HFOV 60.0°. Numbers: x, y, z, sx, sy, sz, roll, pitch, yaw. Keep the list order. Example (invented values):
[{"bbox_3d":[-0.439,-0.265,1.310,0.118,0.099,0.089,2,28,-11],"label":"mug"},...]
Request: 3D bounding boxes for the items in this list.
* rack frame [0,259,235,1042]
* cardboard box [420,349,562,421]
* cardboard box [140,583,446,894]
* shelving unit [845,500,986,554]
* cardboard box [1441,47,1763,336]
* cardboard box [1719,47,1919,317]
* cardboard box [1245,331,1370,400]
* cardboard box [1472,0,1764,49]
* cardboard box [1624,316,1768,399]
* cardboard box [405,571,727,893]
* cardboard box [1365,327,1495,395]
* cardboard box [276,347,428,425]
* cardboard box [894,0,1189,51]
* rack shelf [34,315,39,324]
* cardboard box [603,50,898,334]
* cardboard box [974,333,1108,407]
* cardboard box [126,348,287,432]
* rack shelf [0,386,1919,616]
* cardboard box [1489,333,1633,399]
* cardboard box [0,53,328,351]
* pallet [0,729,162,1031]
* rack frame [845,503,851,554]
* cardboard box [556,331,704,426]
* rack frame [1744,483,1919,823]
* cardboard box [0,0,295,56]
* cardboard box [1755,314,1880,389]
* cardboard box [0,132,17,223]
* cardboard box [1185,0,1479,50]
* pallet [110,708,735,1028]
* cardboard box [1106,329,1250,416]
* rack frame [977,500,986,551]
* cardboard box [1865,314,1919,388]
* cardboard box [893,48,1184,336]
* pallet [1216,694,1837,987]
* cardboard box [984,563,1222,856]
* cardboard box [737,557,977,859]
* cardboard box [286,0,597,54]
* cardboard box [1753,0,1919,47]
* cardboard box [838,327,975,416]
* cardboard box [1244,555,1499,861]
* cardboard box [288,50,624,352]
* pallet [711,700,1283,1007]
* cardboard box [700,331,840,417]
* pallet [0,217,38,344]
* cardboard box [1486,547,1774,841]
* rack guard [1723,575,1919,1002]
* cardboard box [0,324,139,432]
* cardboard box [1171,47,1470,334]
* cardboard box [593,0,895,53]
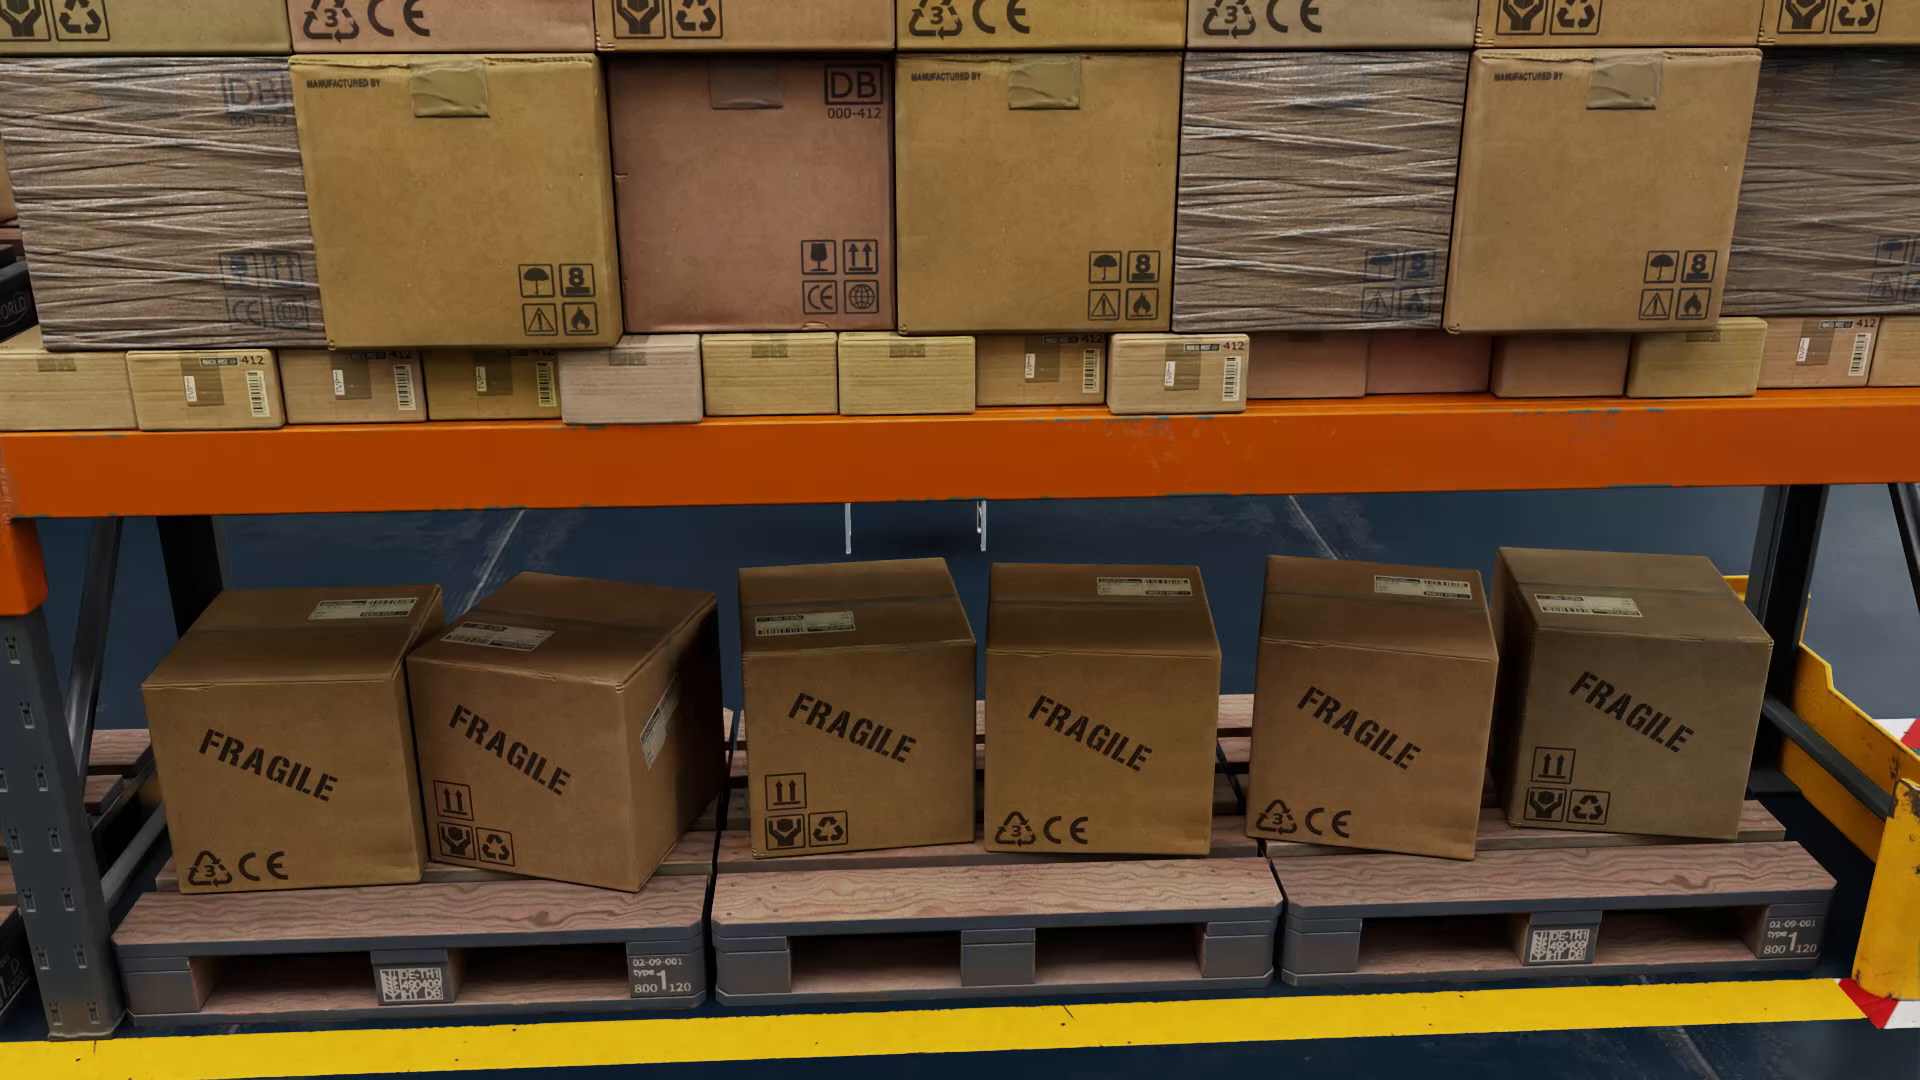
[{"bbox_3d":[-1.836,-0.550,3.349,0.127,3.000,1.000,-1,21,-3],"label":"rack frame"},{"bbox_3d":[-0.856,-0.354,3.187,0.250,0.149,0.380,-1,21,-3],"label":"cardboard box"},{"bbox_3d":[-1.434,0.428,3.703,0.500,0.500,0.500,-2,21,-5],"label":"cardboard box"},{"bbox_3d":[-0.165,-0.557,5.899,0.503,1.200,0.258,-1,21,-3],"label":"shelving unit"},{"bbox_3d":[1.115,-0.763,3.350,0.500,0.500,0.875,-1,21,-3],"label":"cardboard box"},{"bbox_3d":[1.607,-0.815,3.488,0.500,0.500,0.875,-1,21,-3],"label":"cardboard box"},{"bbox_3d":[0.638,-0.403,3.318,0.250,0.149,0.380,-1,21,-3],"label":"cardboard box"},{"bbox_3d":[1.124,-1.173,3.022,0.500,0.500,0.500,-1,21,-3],"label":"cardboard box"},{"bbox_3d":[1.389,-0.406,3.325,0.250,0.149,0.380,-1,21,-3],"label":"cardboard box"},{"bbox_3d":[-0.863,0.414,3.741,0.500,0.500,0.500,5,22,14],"label":"cardboard box"},{"bbox_3d":[0.886,-0.416,3.352,0.250,0.149,0.380,-1,21,-3],"label":"cardboard box"},{"bbox_3d":[-1.106,-0.345,3.165,0.250,0.149,0.380,-1,21,-3],"label":"cardboard box"},{"bbox_3d":[0.125,-1.156,2.979,0.500,0.500,0.500,-1,21,-3],"label":"cardboard box"},{"bbox_3d":[-3.832,-0.173,3.371,4.000,0.370,1.077,-1,21,-3],"label":"rack shelf"},{"bbox_3d":[-0.388,-0.766,3.359,0.500,0.500,0.875,-1,21,-3],"label":"cardboard box"},{"bbox_3d":[0.140,-0.386,3.273,0.250,0.149,0.380,-1,21,-3],"label":"cardboard box"},{"bbox_3d":[-1.354,-0.330,3.126,0.250,0.149,0.380,-1,21,-3],"label":"cardboard box"},{"bbox_3d":[0.161,-0.254,3.584,4.000,0.370,1.077,-1,21,-3],"label":"rack shelf"},{"bbox_3d":[1.138,-0.407,3.327,0.250,0.149,0.380,-1,21,-3],"label":"cardboard box"},{"bbox_3d":[-1.383,-0.723,3.245,0.500,0.500,0.875,-1,21,-3],"label":"cardboard box"},{"bbox_3d":[-2.613,0.770,3.803,1.213,0.211,1.003,-1,21,-3],"label":"pallet"},{"bbox_3d":[-0.409,-0.552,5.886,0.015,1.200,0.240,-1,21,-3],"label":"rack frame"},{"bbox_3d":[-0.605,-0.344,3.162,0.250,0.149,0.380,-1,21,-3],"label":"cardboard box"},{"bbox_3d":[2.158,-0.631,3.563,0.127,3.000,1.000,-1,21,-3],"label":"rack frame"},{"bbox_3d":[-1.372,-1.122,2.888,0.500,0.500,0.500,-1,21,-3],"label":"cardboard box"},{"bbox_3d":[1.635,-0.430,3.387,0.250,0.149,0.380,-1,21,-3],"label":"cardboard box"},{"bbox_3d":[-2.637,-1.060,3.256,1.000,1.000,1.000,-1,21,-3],"label":"cardboard box"},{"bbox_3d":[0.625,-1.164,2.998,0.500,0.500,0.500,-1,21,-3],"label":"cardboard box"},{"bbox_3d":[-1.167,0.727,3.914,1.213,0.211,1.003,-1,21,-3],"label":"pallet"},{"bbox_3d":[0.393,-0.367,3.222,0.250,0.149,0.380,-1,21,-3],"label":"cardboard box"},{"bbox_3d":[0.078,-0.562,5.912,0.015,1.200,0.240,-1,21,-3],"label":"rack frame"},{"bbox_3d":[1.885,-0.435,3.400,0.250,0.149,0.380,-1,21,-3],"label":"cardboard box"},{"bbox_3d":[0.113,-0.762,3.348,0.500,0.500,0.875,-1,21,-3],"label":"cardboard box"},{"bbox_3d":[1.269,0.678,4.044,1.213,0.211,1.003,-1,21,-3],"label":"pallet"},{"bbox_3d":[0.312,0.378,3.835,0.500,0.500,0.500,1,21,2],"label":"cardboard box"},{"bbox_3d":[-0.247,0.373,3.847,0.500,0.500,0.500,-3,21,-8],"label":"cardboard box"},{"bbox_3d":[-0.873,-1.132,2.916,0.500,0.500,0.500,-1,21,-3],"label":"cardboard box"},{"bbox_3d":[1.623,-1.185,3.054,0.500,0.500,0.500,-1,21,-3],"label":"cardboard box"},{"bbox_3d":[-0.107,-0.365,3.217,0.250,0.149,0.380,-1,21,-3],"label":"cardboard box"},{"bbox_3d":[0.939,0.372,3.851,0.500,0.500,0.500,4,21,11],"label":"cardboard box"},{"bbox_3d":[-0.882,-0.720,3.239,0.500,0.500,0.875,-1,21,-3],"label":"cardboard box"},{"bbox_3d":[0.054,0.701,3.982,1.213,0.211,1.003,-1,21,-3],"label":"pallet"},{"bbox_3d":[-0.357,-0.364,3.214,0.250,0.149,0.380,-1,21,-3],"label":"cardboard box"},{"bbox_3d":[-2.607,-0.496,3.478,1.213,0.211,1.003,-1,21,-3],"label":"pallet"},{"bbox_3d":[1.533,0.348,3.915,0.500,0.500,0.500,3,21,7],"label":"cardboard box"},{"bbox_3d":[2.082,0.539,4.003,0.348,0.500,1.175,-1,21,-3],"label":"rack guard"},{"bbox_3d":[-1.604,-0.330,3.125,0.250,0.149,0.380,-1,21,-3],"label":"cardboard box"},{"bbox_3d":[0.613,-0.768,3.363,0.500,0.500,0.875,-1,21,-3],"label":"cardboard box"},{"bbox_3d":[-0.374,-1.142,2.942,0.500,0.500,0.500,-1,21,-3],"label":"cardboard box"}]
